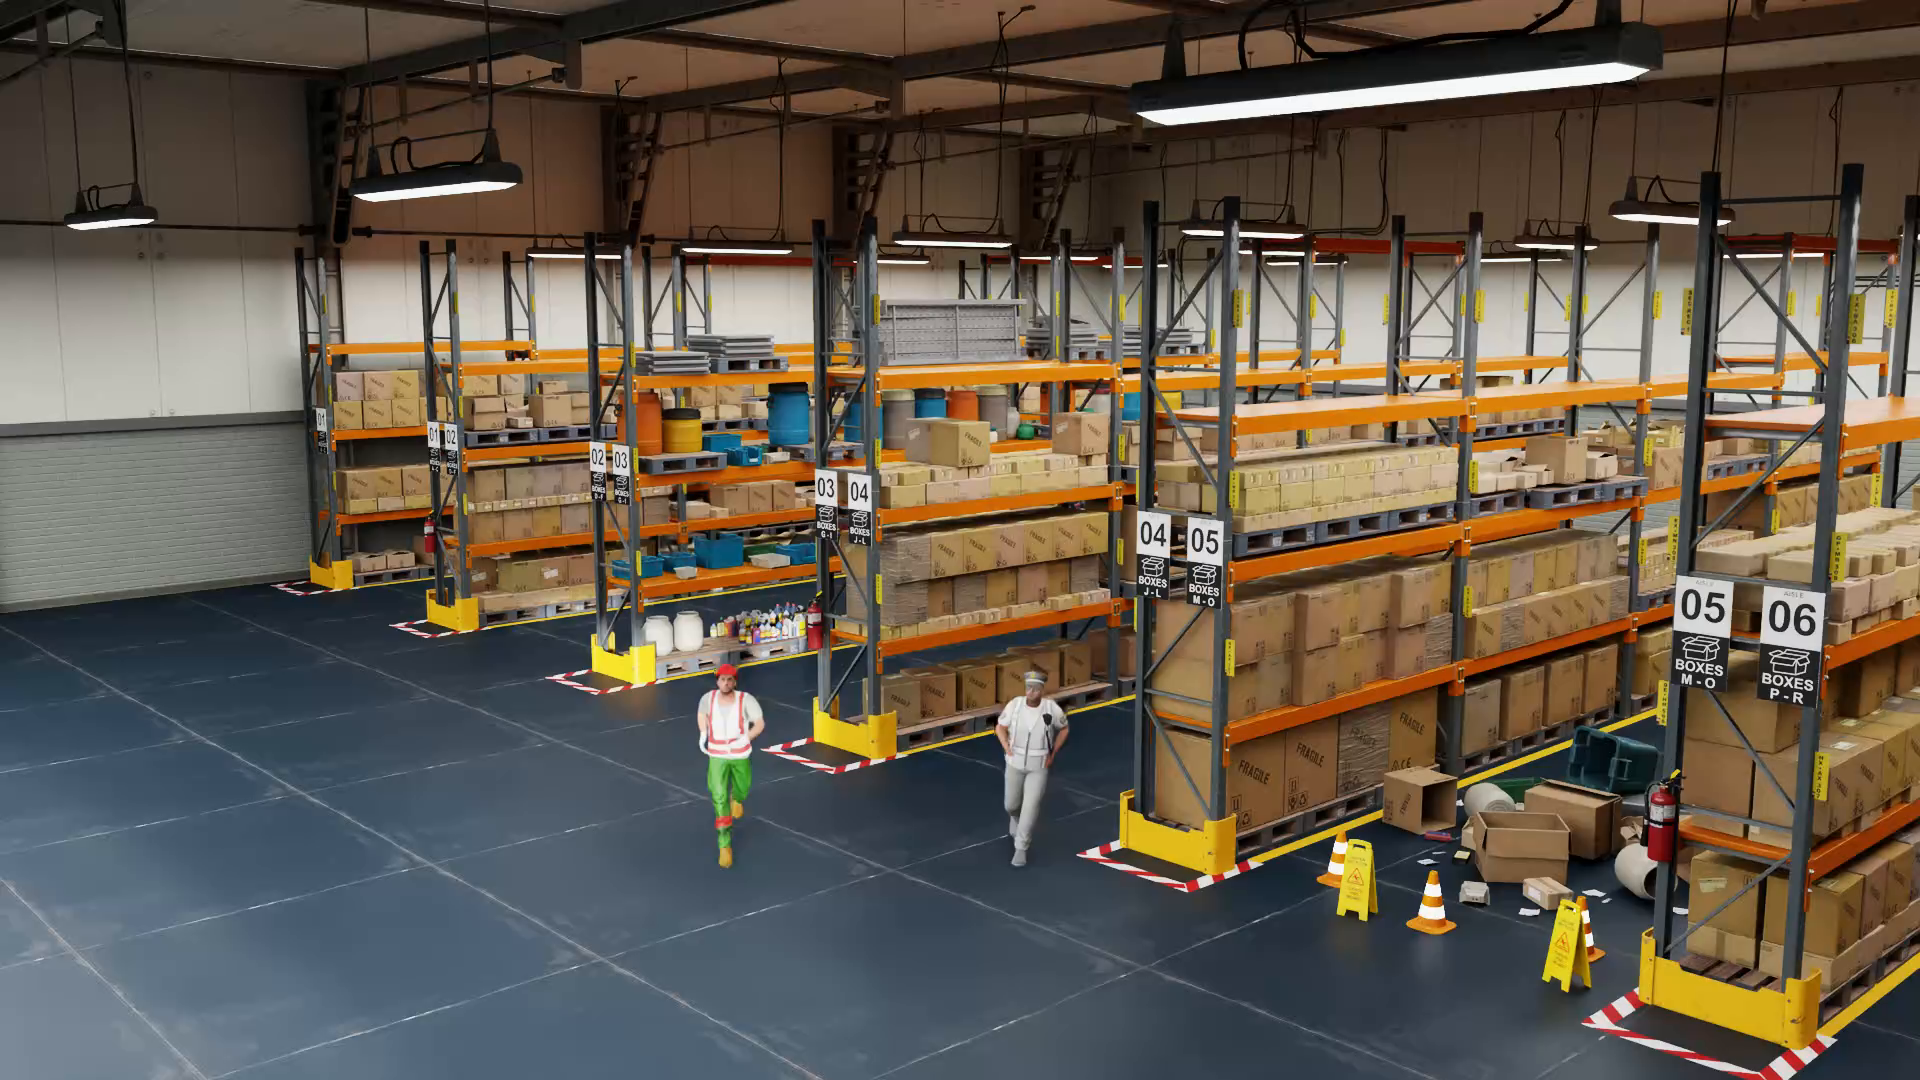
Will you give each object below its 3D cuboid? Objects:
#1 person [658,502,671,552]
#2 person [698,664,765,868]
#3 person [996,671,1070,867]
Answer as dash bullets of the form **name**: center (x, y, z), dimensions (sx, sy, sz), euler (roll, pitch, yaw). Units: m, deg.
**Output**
- **person**: center (-5.514, -0.141, 30.660), dimensions (0.759, 1.721, 0.546), euler (-7, 11, -41)
- **person**: center (-2.139, 2.029, 15.576), dimensions (0.626, 1.801, 1.150), euler (-1, 8, -7)
- **person**: center (0.659, 2.067, 15.412), dimensions (0.662, 1.769, 0.804), euler (2, 9, 11)
